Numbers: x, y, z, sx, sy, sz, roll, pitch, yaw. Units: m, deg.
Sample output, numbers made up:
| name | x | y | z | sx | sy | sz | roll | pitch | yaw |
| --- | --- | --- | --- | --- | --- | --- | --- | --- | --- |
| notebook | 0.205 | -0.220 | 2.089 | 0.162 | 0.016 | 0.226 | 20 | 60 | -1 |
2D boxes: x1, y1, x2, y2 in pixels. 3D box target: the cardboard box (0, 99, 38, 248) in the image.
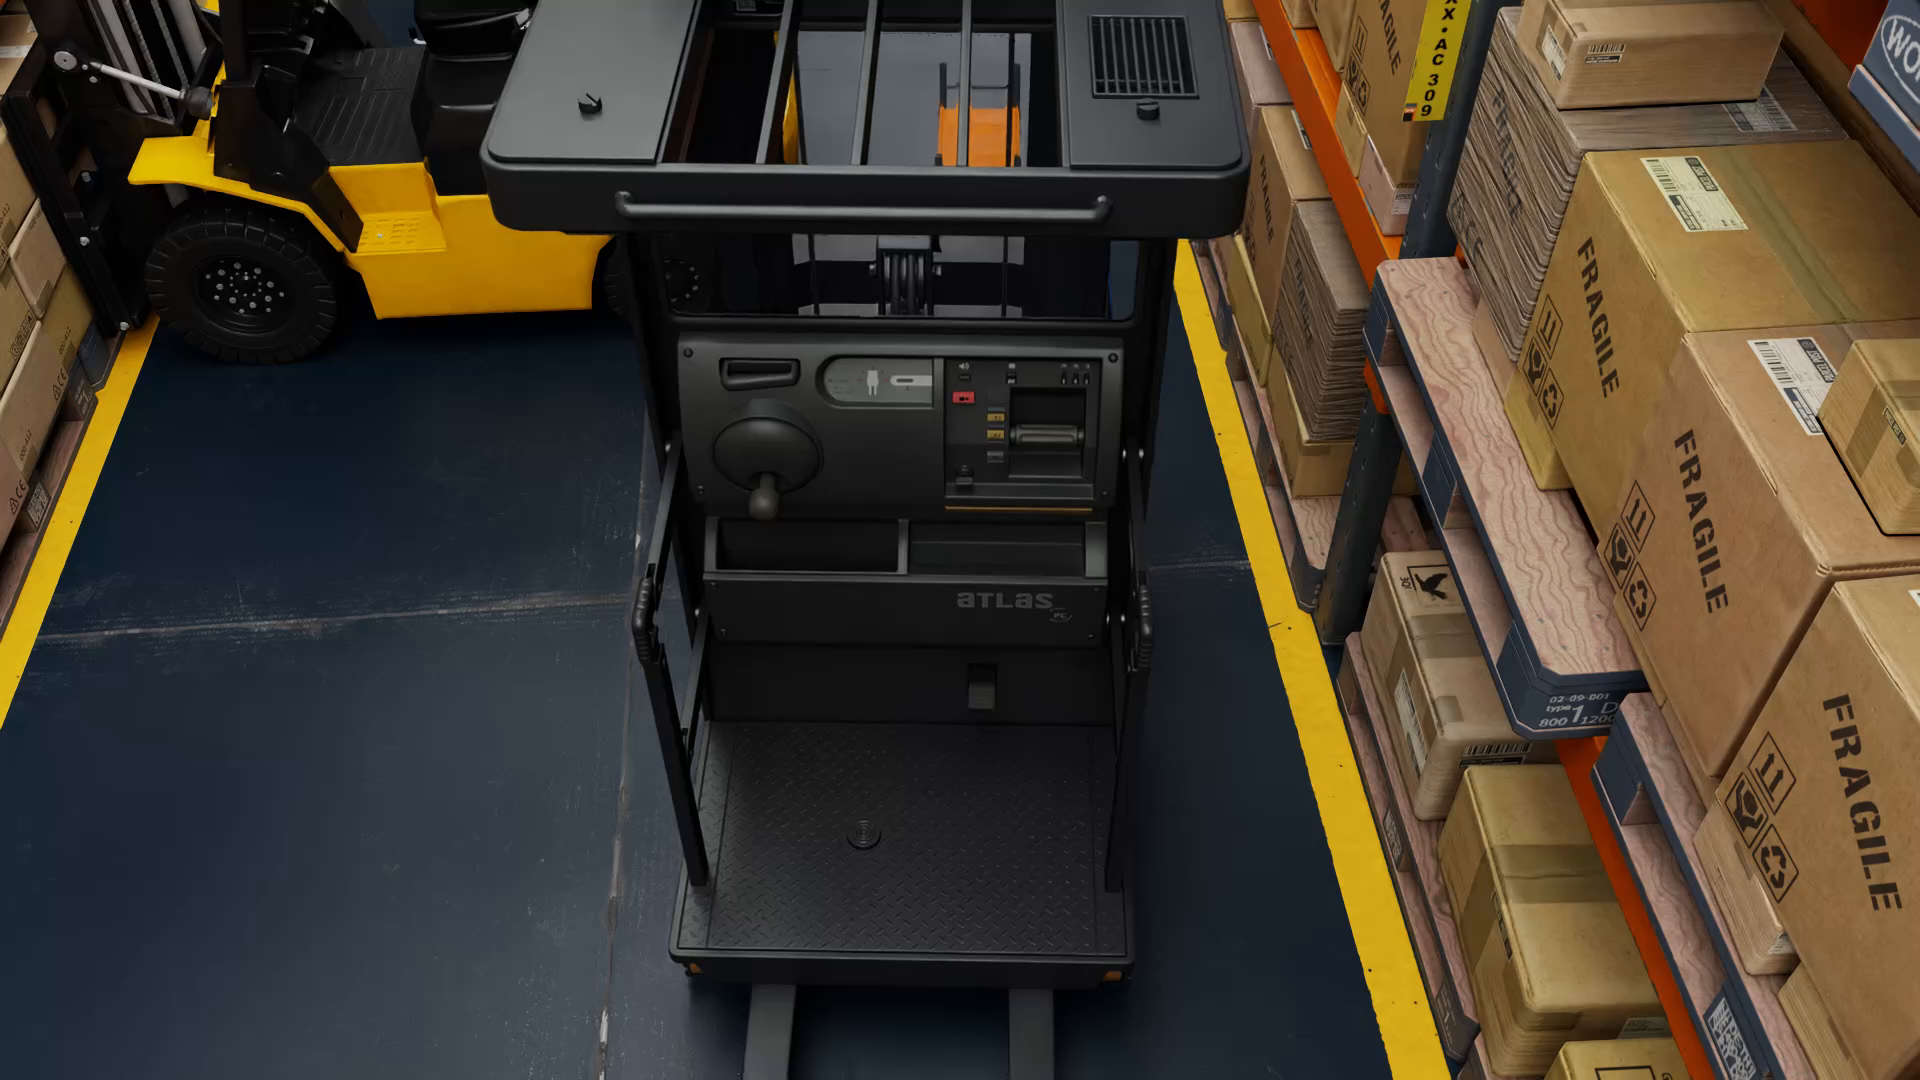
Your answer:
| name | x | y | z | sx | sy | sz | roll | pitch | yaw |
| --- | --- | --- | --- | --- | --- | --- | --- | --- | --- |
| cardboard box | -3.189 | -1.123 | 5.164 | 0.500 | 0.250 | 0.500 | -2 | 47 | -2 |

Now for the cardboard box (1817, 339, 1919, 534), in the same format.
| name | x | y | z | sx | sy | sz | roll | pitch | yaw |
| --- | --- | --- | --- | --- | --- | --- | --- | --- | --- |
| cardboard box | 1.451 | -0.149 | 2.315 | 0.380 | 0.149 | 0.250 | -1 | 47 | -1 |

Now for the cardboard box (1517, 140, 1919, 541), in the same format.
| name | x | y | z | sx | sy | sz | roll | pitch | yaw |
| --- | --- | --- | --- | --- | --- | --- | --- | --- | --- |
| cardboard box | 1.367 | -0.348 | 2.951 | 0.500 | 0.500 | 0.500 | -3 | 47 | -3 |

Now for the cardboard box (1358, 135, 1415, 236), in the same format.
| name | x | y | z | sx | sy | sz | roll | pitch | yaw |
| --- | --- | --- | --- | --- | --- | --- | --- | --- | --- |
| cardboard box | 1.240 | -0.914 | 4.222 | 0.380 | 0.149 | 0.250 | -4 | 47 | -4 |

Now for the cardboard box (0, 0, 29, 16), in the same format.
| name | x | y | z | sx | sy | sz | roll | pitch | yaw |
| --- | --- | --- | --- | --- | --- | --- | --- | --- | --- |
| cardboard box | -3.260 | -1.871 | 5.872 | 0.500 | 0.250 | 0.500 | -3 | 47 | -3 |

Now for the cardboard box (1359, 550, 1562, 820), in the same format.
| name | x | y | z | sx | sy | sz | roll | pitch | yaw |
| --- | --- | --- | --- | --- | --- | --- | --- | --- | --- |
| cardboard box | 1.617 | 0.352 | 4.371 | 0.950 | 0.372 | 0.625 | -3 | 47 | -3 |

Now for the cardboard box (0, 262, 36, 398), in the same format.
| name | x | y | z | sx | sy | sz | roll | pitch | yaw |
| --- | --- | --- | --- | --- | --- | --- | --- | --- | --- |
| cardboard box | -3.152 | -0.585 | 4.999 | 0.500 | 0.250 | 0.500 | -4 | 47 | -4 |

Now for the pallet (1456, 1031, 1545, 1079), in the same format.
| name | x | y | z | sx | sy | sz | roll | pitch | yaw |
| --- | --- | --- | --- | --- | --- | --- | --- | --- | --- |
| pallet | 1.742 | 1.621 | 3.570 | 1.003 | 0.211 | 1.213 | -3 | 47 | -3 |

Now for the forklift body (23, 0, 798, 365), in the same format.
| name | x | y | z | sx | sy | sz | roll | pitch | yaw |
| --- | --- | --- | --- | --- | --- | --- | --- | --- | --- |
| forklift body | -1.734 | -1.823 | 5.495 | 2.313 | 2.155 | 1.214 | -3 | 47 | -3 |

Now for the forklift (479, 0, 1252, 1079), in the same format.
| name | x | y | z | sx | sy | sz | roll | pitch | yaw |
| --- | --- | --- | --- | --- | --- | --- | --- | --- | --- |
| forklift | -0.126 | -0.139 | 3.363 | 1.130 | 2.935 | 3.031 | 1 | 47 | 1 |

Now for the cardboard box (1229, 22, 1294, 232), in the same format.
| name | x | y | z | sx | sy | sz | roll | pitch | yaw |
| --- | --- | --- | --- | --- | --- | --- | --- | --- | --- |
| cardboard box | 1.165 | -1.392 | 5.590 | 0.500 | 0.500 | 0.500 | -1 | 47 | -1 |

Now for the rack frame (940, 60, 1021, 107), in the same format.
| name | x | y | z | sx | sy | sz | roll | pitch | yaw |
| --- | --- | --- | --- | --- | --- | --- | --- | --- | --- |
| rack frame | 0.060 | -1.011 | 5.381 | 0.240 | 1.200 | 0.015 | 1 | 47 | 1 |

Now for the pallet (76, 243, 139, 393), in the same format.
| name | x | y | z | sx | sy | sz | roll | pitch | yaw |
| --- | --- | --- | --- | --- | --- | --- | --- | --- | --- |
| pallet | -3.505 | -0.985 | 6.038 | 1.003 | 0.211 | 1.213 | -3 | 47 | -3 |

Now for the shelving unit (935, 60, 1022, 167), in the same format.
| name | x | y | z | sx | sy | sz | roll | pitch | yaw |
| --- | --- | --- | --- | --- | --- | --- | --- | --- | --- |
| shelving unit | 0.055 | -0.834 | 5.213 | 0.258 | 1.200 | 0.503 | 1 | 47 | 1 |

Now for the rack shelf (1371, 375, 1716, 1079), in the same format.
| name | x | y | z | sx | sy | sz | roll | pitch | yaw |
| --- | --- | --- | --- | --- | --- | --- | --- | --- | --- |
| rack shelf | 1.738 | 0.908 | 2.819 | 1.077 | 0.370 | 4.000 | -3 | 47 | -3 |

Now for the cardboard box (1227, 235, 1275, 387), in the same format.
| name | x | y | z | sx | sy | sz | roll | pitch | yaw |
| --- | --- | --- | --- | --- | --- | --- | --- | --- | --- |
| cardboard box | 1.199 | -0.781 | 5.528 | 0.500 | 0.250 | 0.500 | -5 | 47 | -4 |

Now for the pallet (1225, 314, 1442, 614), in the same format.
| name | x | y | z | sx | sy | sz | roll | pitch | yaw |
| --- | --- | --- | --- | --- | --- | --- | --- | --- | --- |
| pallet | 1.479 | -0.311 | 5.399 | 1.003 | 0.211 | 1.213 | -3 | 47 | -3 |

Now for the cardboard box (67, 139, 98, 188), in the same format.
| name | x | y | z | sx | sy | sz | roll | pitch | yaw |
| --- | --- | --- | --- | --- | --- | --- | --- | --- | --- |
| cardboard box | -3.224 | -1.315 | 5.690 | 0.500 | 0.250 | 0.500 | -4 | 47 | -3 |

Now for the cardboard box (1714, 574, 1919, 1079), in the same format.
| name | x | y | z | sx | sy | sz | roll | pitch | yaw |
| --- | --- | --- | --- | --- | --- | --- | --- | --- | --- |
| cardboard box | 1.448 | 0.381 | 2.260 | 0.500 | 0.500 | 0.500 | -5 | 47 | -5 |

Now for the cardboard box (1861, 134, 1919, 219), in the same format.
| name | x | y | z | sx | sy | sz | roll | pitch | yaw |
| --- | --- | --- | --- | --- | --- | --- | --- | --- | --- |
| cardboard box | 1.881 | -0.388 | 2.989 | 0.500 | 0.500 | 0.500 | -3 | 47 | -3 |

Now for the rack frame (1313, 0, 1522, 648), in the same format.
| name | x | y | z | sx | sy | sz | roll | pitch | yaw |
| --- | --- | --- | --- | --- | --- | --- | --- | --- | --- |
| rack frame | 1.571 | -0.786 | 3.928 | 1.000 | 3.000 | 0.127 | -3 | 47 | -3 |

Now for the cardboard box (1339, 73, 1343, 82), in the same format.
| name | x | y | z | sx | sy | sz | roll | pitch | yaw |
| --- | --- | --- | --- | --- | --- | --- | --- | --- | --- |
| cardboard box | 1.268 | -1.287 | 4.576 | 0.380 | 0.149 | 0.250 | -3 | 47 | -3 |

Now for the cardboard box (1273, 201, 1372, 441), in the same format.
| name | x | y | z | sx | sy | sz | roll | pitch | yaw |
| --- | --- | --- | --- | --- | --- | --- | --- | --- | --- |
| cardboard box | 1.254 | -0.655 | 4.892 | 0.500 | 0.500 | 0.500 | -4 | 47 | -4 |

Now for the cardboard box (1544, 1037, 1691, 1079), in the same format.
| name | x | y | z | sx | sy | sz | roll | pitch | yaw |
| --- | --- | --- | --- | --- | --- | --- | --- | --- | --- |
| cardboard box | 1.740 | 1.375 | 3.402 | 0.950 | 0.372 | 0.625 | -2 | 47 | -2 |

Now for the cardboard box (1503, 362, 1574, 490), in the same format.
| name | x | y | z | sx | sy | sz | roll | pitch | yaw |
| --- | --- | --- | --- | --- | --- | --- | --- | --- | --- |
| cardboard box | 1.314 | -0.244 | 3.299 | 0.380 | 0.149 | 0.250 | -3 | 47 | -2 |

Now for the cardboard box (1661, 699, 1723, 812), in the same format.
| name | x | y | z | sx | sy | sz | roll | pitch | yaw |
| --- | --- | --- | --- | --- | --- | --- | --- | --- | --- |
| cardboard box | 1.413 | 0.324 | 2.761 | 0.380 | 0.149 | 0.250 | -3 | 47 | -3 |

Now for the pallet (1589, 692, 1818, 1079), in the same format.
| name | x | y | z | sx | sy | sz | roll | pitch | yaw |
| --- | --- | --- | --- | --- | --- | --- | --- | --- | --- |
| pallet | 1.699 | 0.744 | 2.611 | 1.003 | 0.211 | 1.213 | -3 | 47 | -3 |

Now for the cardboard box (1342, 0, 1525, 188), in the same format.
| name | x | y | z | sx | sy | sz | roll | pitch | yaw |
| --- | --- | --- | --- | --- | --- | --- | --- | --- | --- |
| cardboard box | 1.286 | -1.229 | 4.074 | 0.500 | 0.500 | 0.500 | -5 | 47 | -4 |

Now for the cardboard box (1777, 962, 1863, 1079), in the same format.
| name | x | y | z | sx | sy | sz | roll | pitch | yaw |
| --- | --- | --- | --- | --- | --- | --- | --- | --- | --- |
| cardboard box | 1.435 | 0.711 | 2.395 | 0.380 | 0.149 | 0.250 | -5 | 47 | -5 |

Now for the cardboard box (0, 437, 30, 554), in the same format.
| name | x | y | z | sx | sy | sz | roll | pitch | yaw |
| --- | --- | --- | --- | --- | --- | --- | --- | --- | --- |
| cardboard box | -3.086 | -0.051 | 4.837 | 0.500 | 0.250 | 0.500 | -3 | 47 | -3 |

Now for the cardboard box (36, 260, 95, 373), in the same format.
| name | x | y | z | sx | sy | sz | roll | pitch | yaw |
| --- | --- | --- | --- | --- | --- | --- | --- | --- | --- |
| cardboard box | -3.202 | -0.788 | 5.535 | 0.500 | 0.250 | 0.500 | -3 | 47 | -3 |
